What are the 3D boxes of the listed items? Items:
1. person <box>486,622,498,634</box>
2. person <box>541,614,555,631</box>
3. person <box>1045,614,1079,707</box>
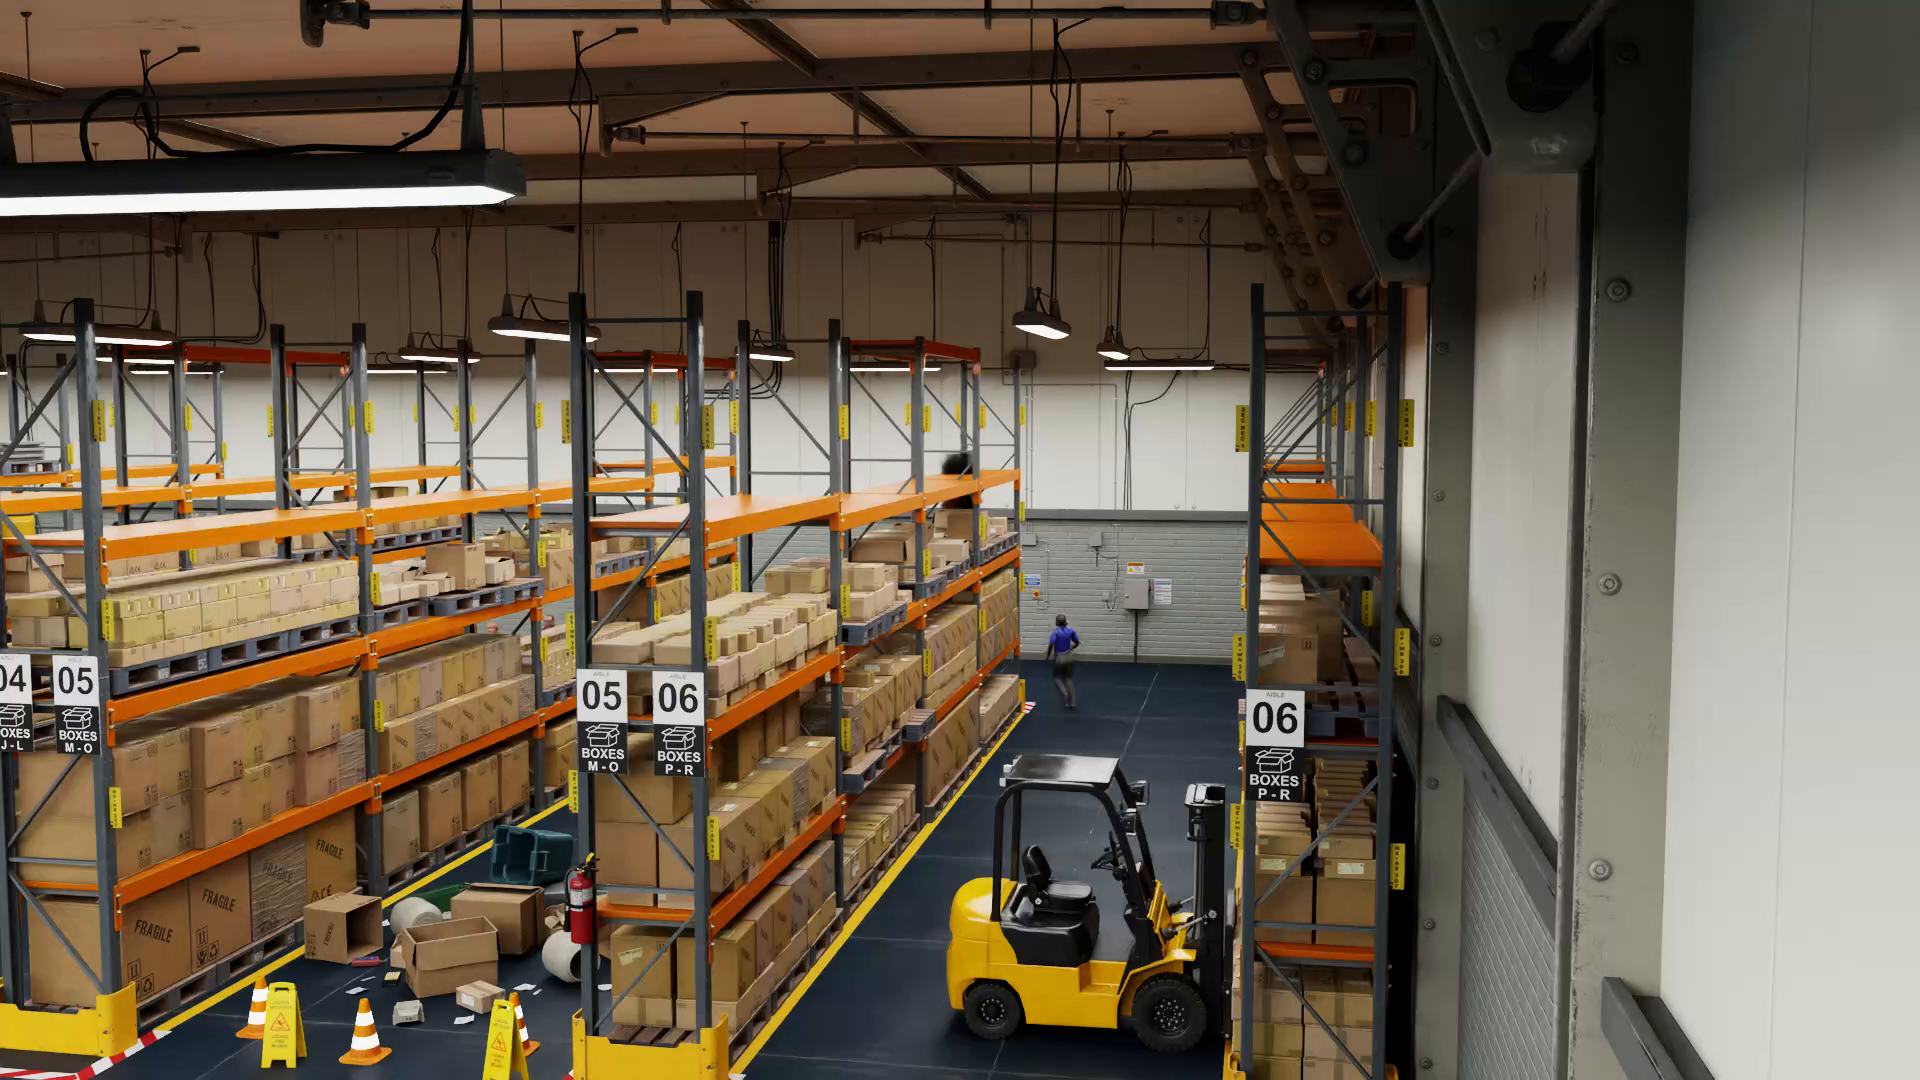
[{"bbox_3d":[-7.416,2.162,26.345,0.647,1.727,0.940,0,5,2],"label":"person"},{"bbox_3d":[-6.780,2.111,27.499,0.601,1.783,0.829,0,5,2],"label":"person"},{"bbox_3d":[1.728,2.066,28.600,0.651,1.612,0.509,-2,5,-23],"label":"person"}]
